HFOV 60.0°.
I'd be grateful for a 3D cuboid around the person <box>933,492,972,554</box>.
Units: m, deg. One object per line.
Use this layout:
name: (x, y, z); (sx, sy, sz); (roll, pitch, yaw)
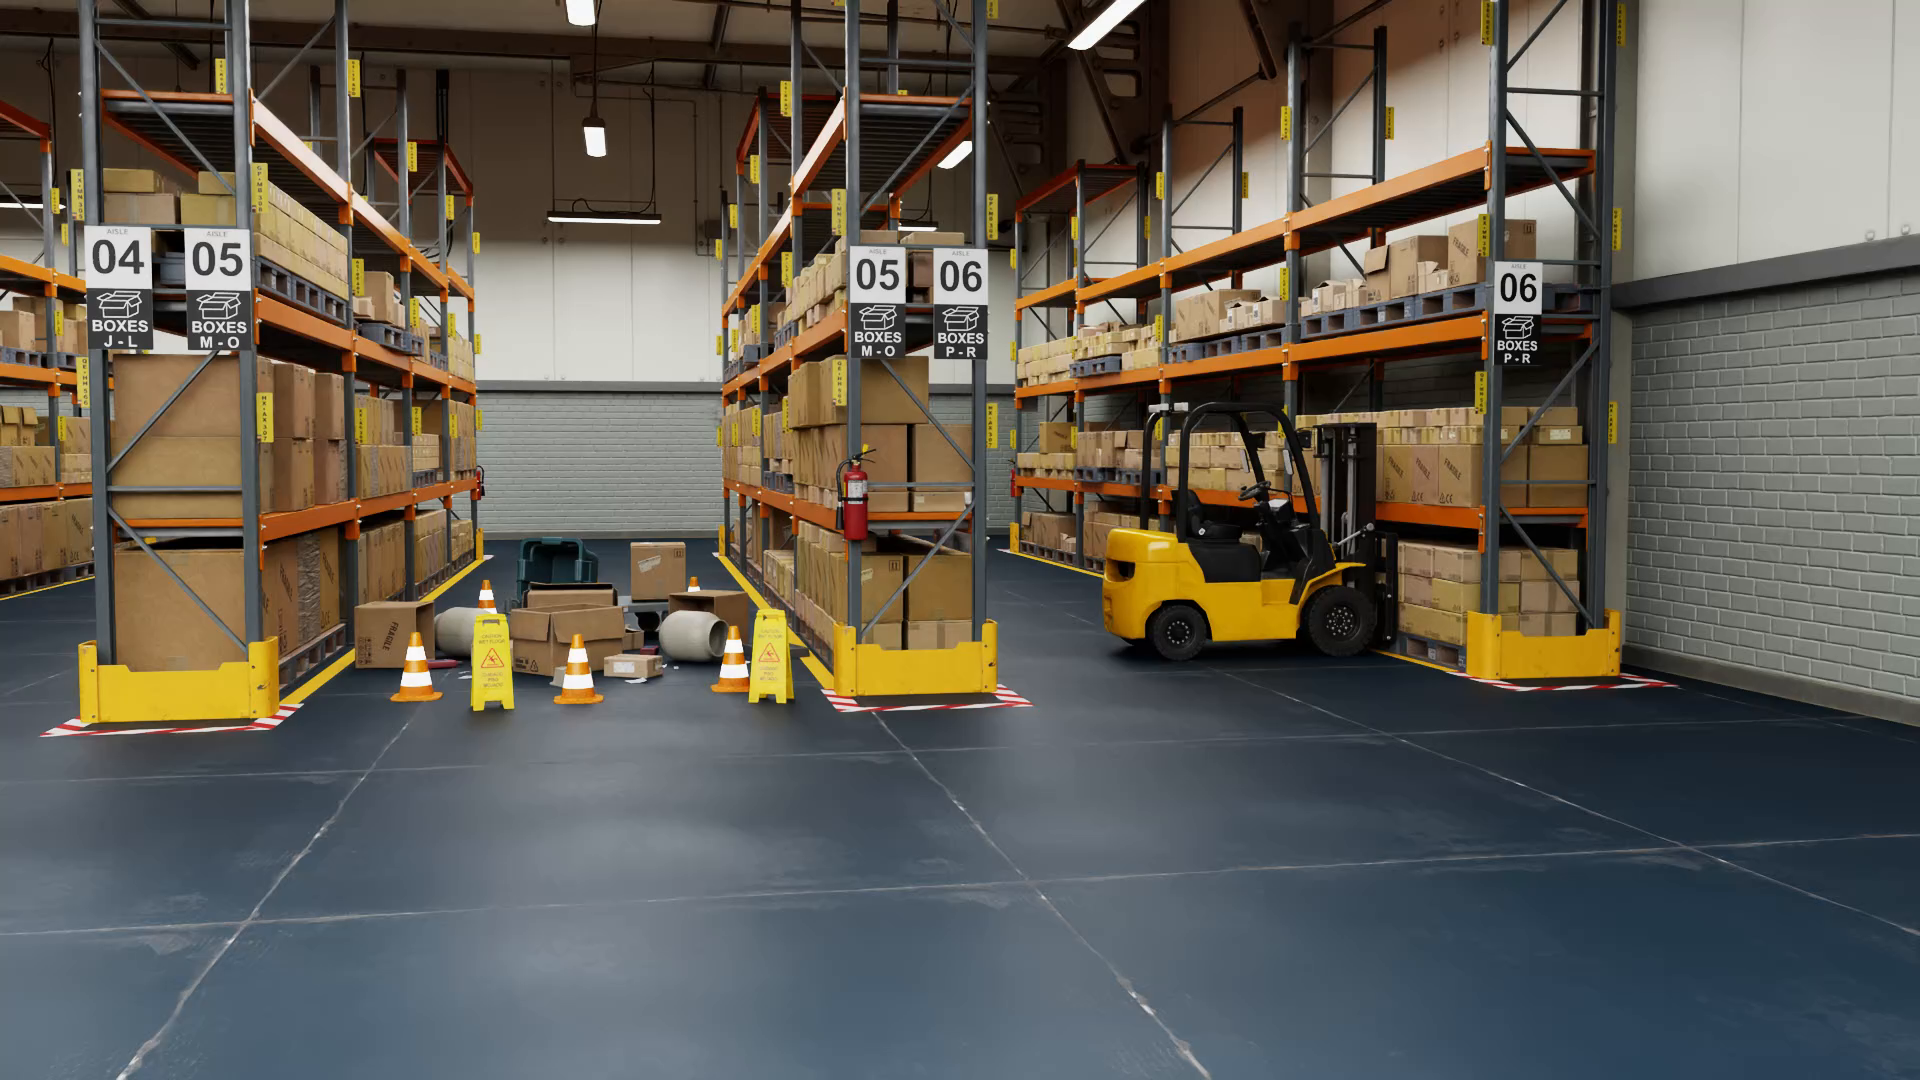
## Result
person: (-0.062, -0.093, 18.635); (0.517, 1.667, 0.501); (0, 3, -1)
